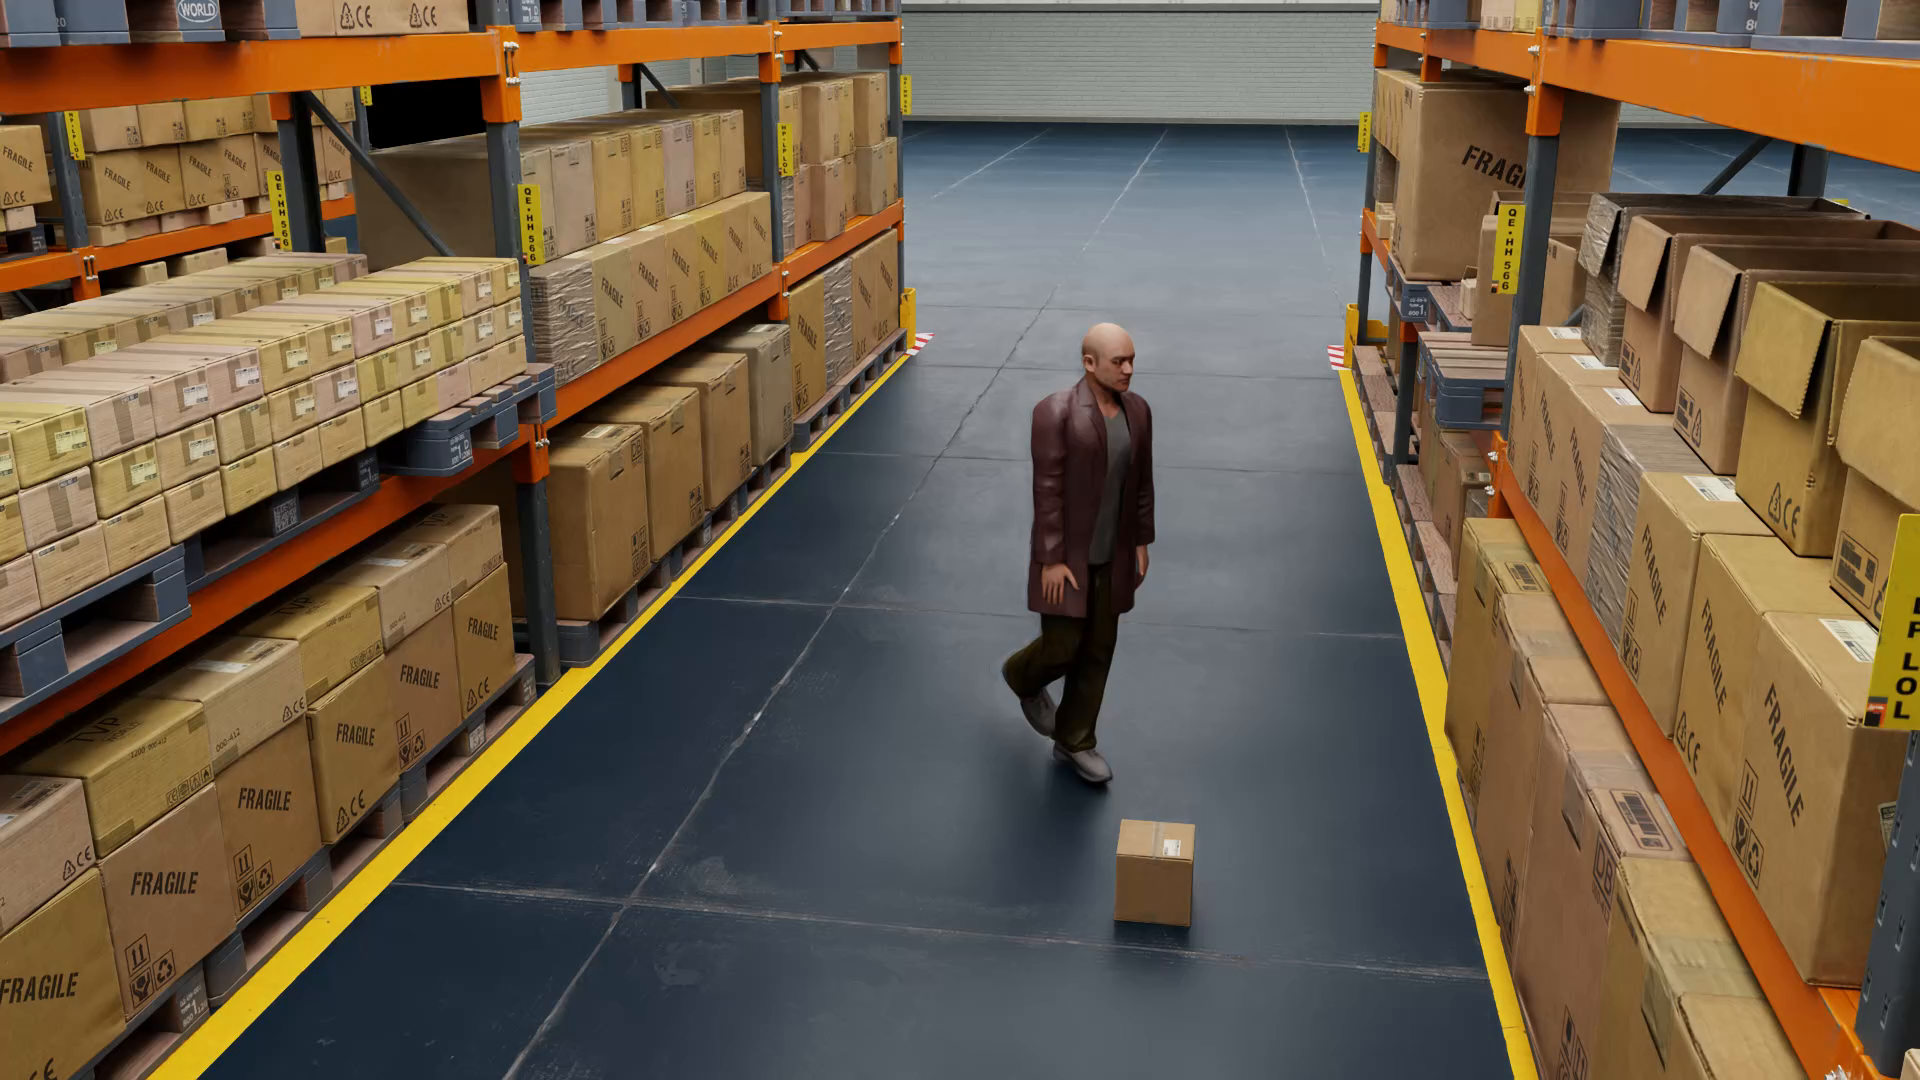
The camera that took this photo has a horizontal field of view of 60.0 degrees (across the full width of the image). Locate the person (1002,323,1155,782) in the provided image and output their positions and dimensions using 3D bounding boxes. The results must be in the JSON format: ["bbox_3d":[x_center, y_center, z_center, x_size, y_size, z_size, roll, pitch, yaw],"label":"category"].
[{"bbox_3d":[0.460,0.019,6.456,0.606,1.773,0.656,-9,20,-27],"label":"person"}]
